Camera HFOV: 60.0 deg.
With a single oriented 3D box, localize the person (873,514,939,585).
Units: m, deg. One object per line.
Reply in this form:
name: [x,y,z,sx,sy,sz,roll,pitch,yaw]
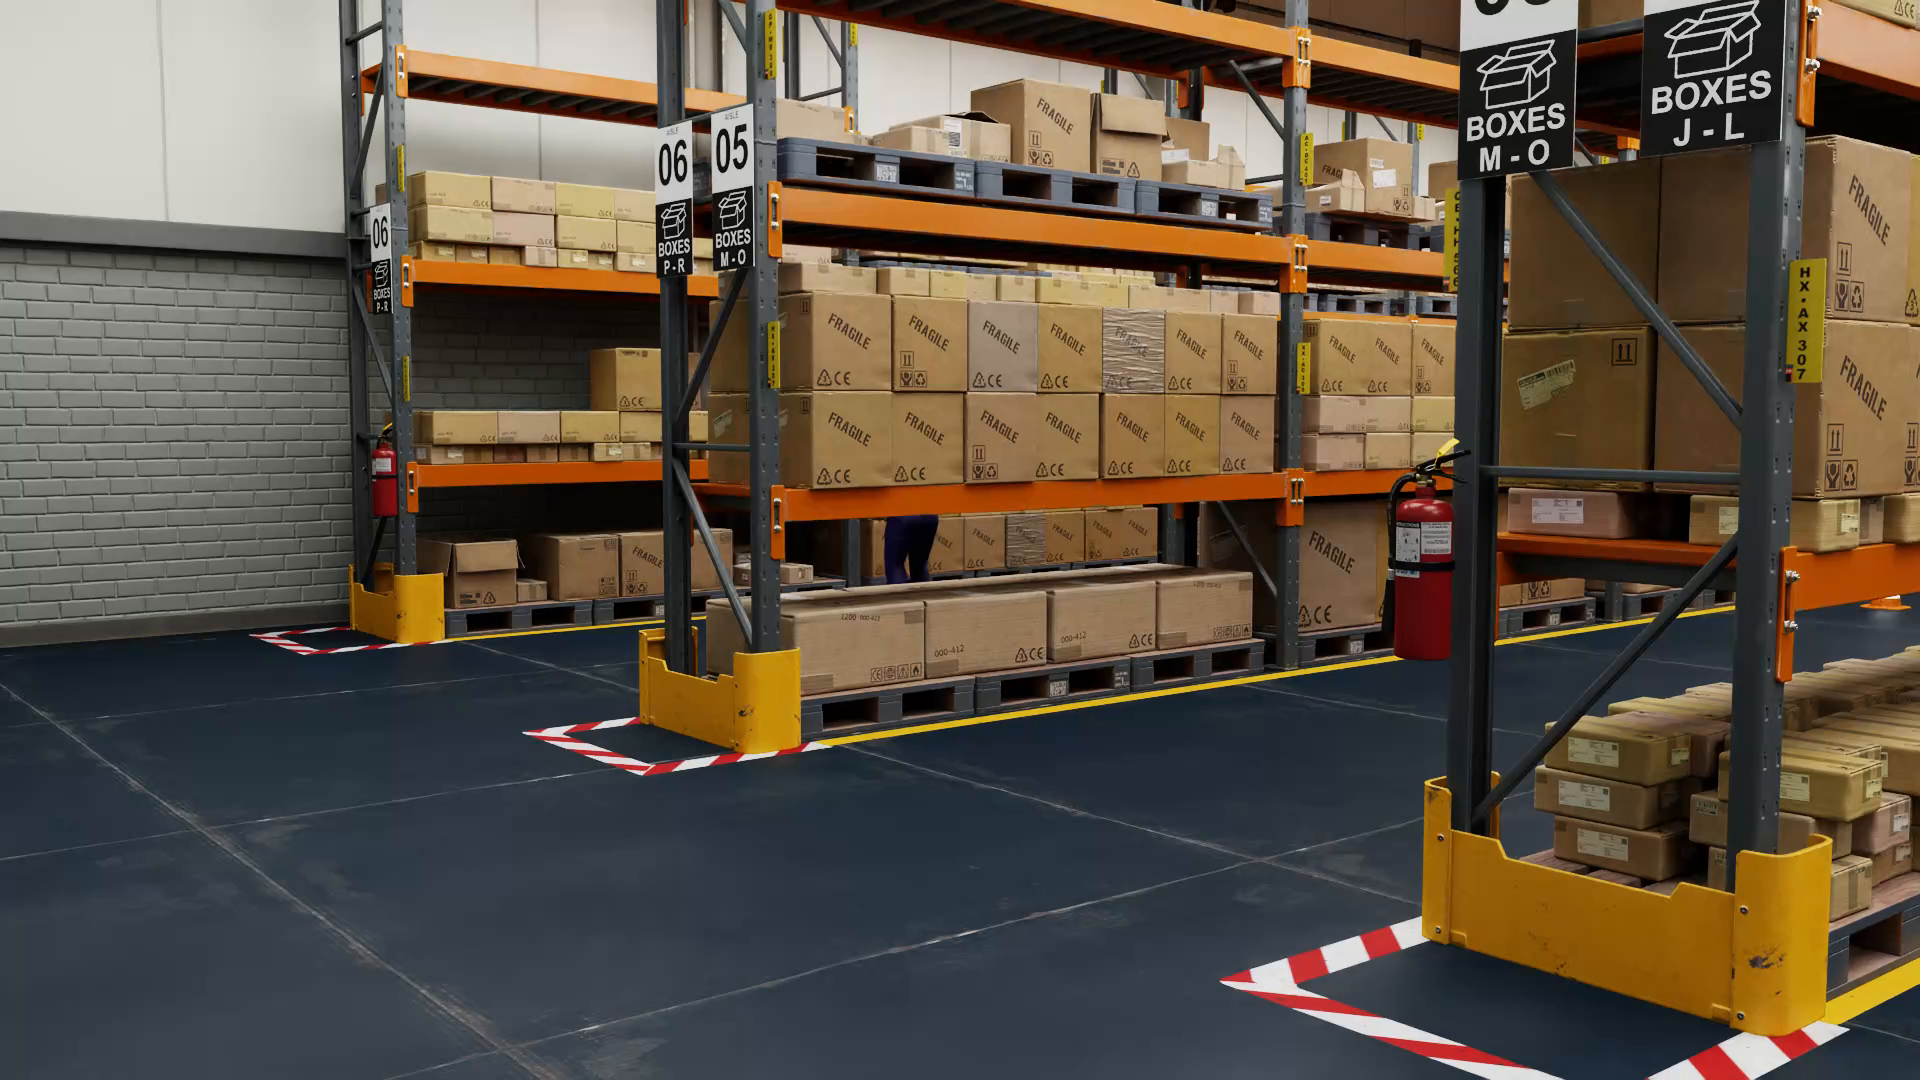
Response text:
person: [-0.453,-0.146,13.317,0.434,1.647,0.524,-4,6,-40]
